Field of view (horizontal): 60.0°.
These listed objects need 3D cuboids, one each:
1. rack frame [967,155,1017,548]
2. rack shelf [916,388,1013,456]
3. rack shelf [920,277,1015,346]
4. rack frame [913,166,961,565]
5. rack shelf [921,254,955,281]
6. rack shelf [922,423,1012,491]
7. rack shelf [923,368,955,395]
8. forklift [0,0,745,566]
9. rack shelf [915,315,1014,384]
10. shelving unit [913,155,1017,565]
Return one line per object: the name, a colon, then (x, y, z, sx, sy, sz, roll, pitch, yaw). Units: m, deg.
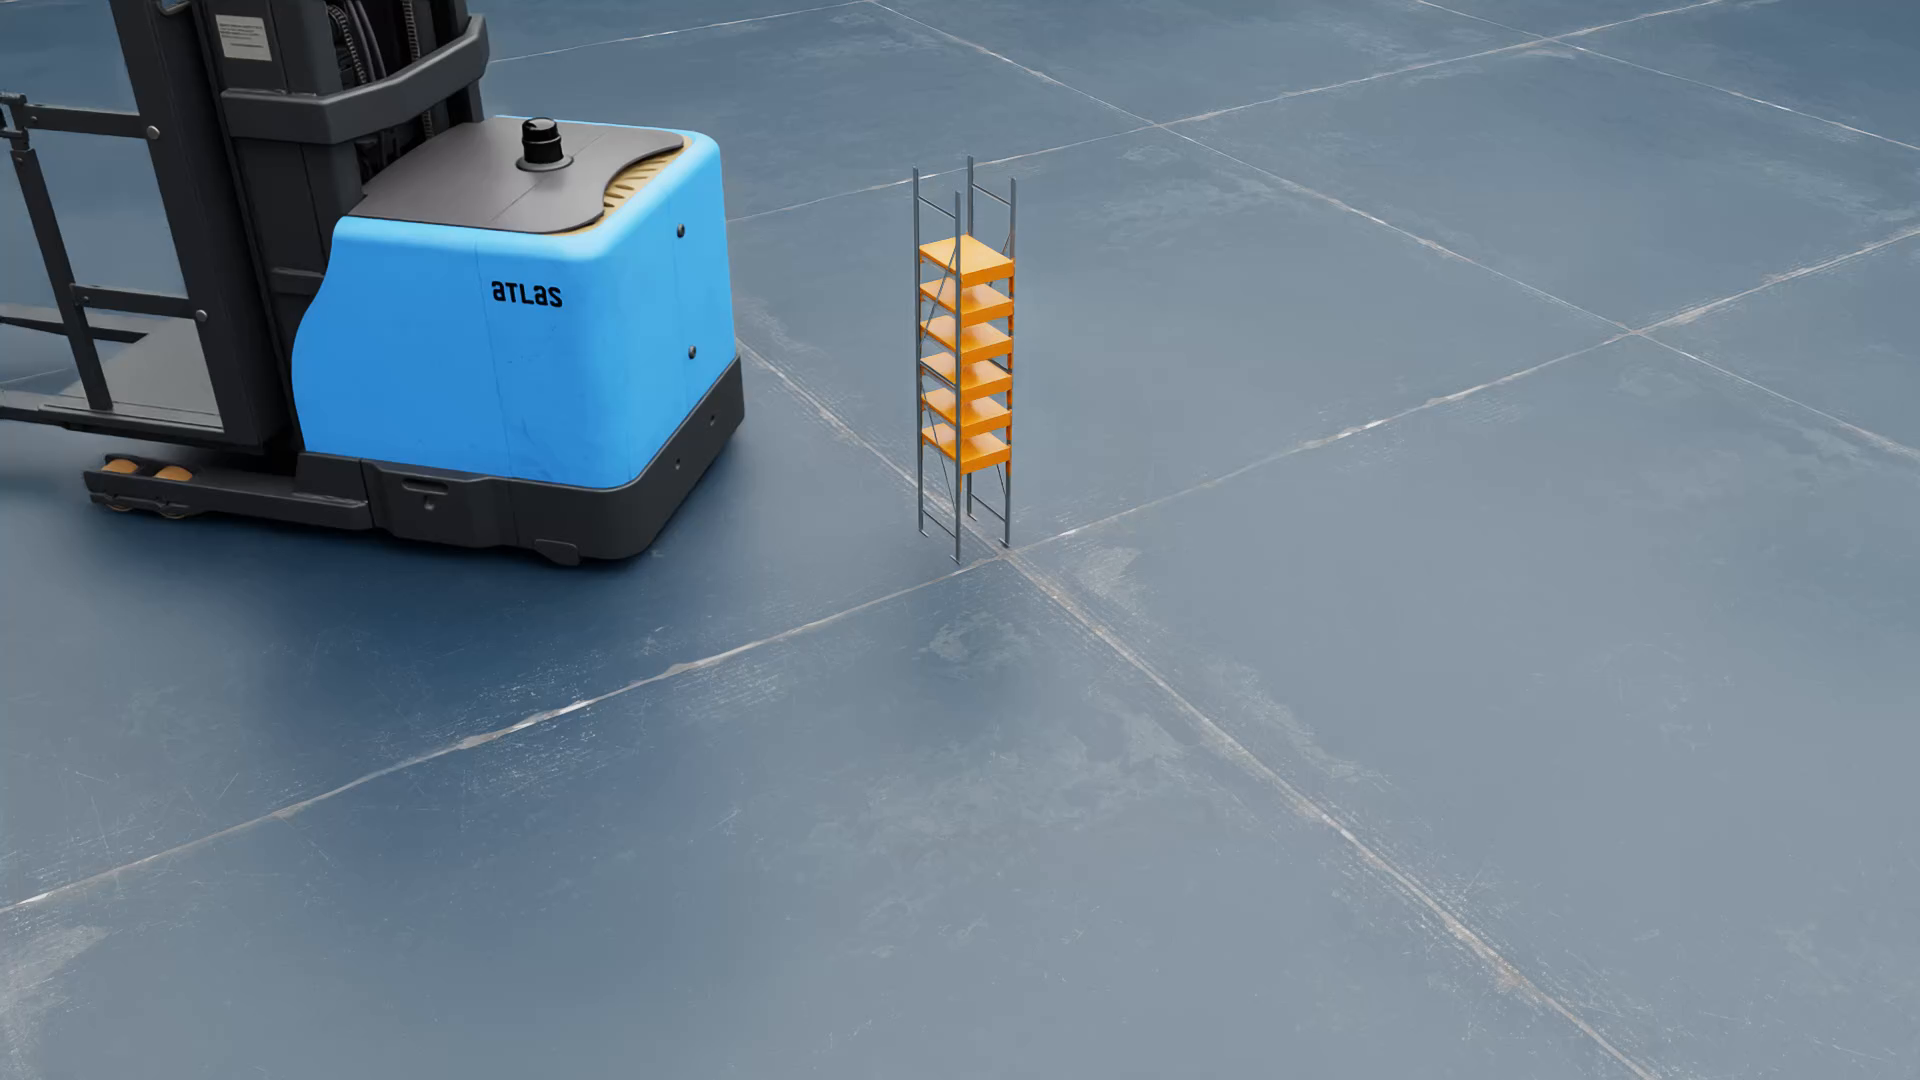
rack frame: (0.089, -0.538, 4.978, 0.006, 1.200, 0.240, -19, 37, -27)
rack shelf: (0.012, -0.373, 5.024, 0.180, 0.103, 0.258, -19, 37, -27)
rack shelf: (0.012, -0.677, 4.832, 0.180, 0.103, 0.258, -19, 37, -27)
rack frame: (-0.065, -0.485, 4.895, 0.006, 1.200, 0.240, -19, 37, -27)
rack shelf: (0.012, -0.795, 4.758, 0.166, 0.020, 0.199, -19, 37, -27)
rack shelf: (0.012, -0.271, 5.088, 0.180, 0.103, 0.258, -19, 37, -27)
rack shelf: (0.012, -0.491, 4.950, 0.166, 0.020, 0.199, -19, 37, -27)
forklift: (-2.324, -1.535, 5.018, 3.031, 2.843, 1.129, 7, 33, 12)
rack shelf: (0.012, -0.576, 4.896, 0.180, 0.103, 0.258, -19, 37, -27)
shelving unit: (0.012, -0.512, 4.937, 0.189, 1.200, 0.258, -19, 37, -27)
